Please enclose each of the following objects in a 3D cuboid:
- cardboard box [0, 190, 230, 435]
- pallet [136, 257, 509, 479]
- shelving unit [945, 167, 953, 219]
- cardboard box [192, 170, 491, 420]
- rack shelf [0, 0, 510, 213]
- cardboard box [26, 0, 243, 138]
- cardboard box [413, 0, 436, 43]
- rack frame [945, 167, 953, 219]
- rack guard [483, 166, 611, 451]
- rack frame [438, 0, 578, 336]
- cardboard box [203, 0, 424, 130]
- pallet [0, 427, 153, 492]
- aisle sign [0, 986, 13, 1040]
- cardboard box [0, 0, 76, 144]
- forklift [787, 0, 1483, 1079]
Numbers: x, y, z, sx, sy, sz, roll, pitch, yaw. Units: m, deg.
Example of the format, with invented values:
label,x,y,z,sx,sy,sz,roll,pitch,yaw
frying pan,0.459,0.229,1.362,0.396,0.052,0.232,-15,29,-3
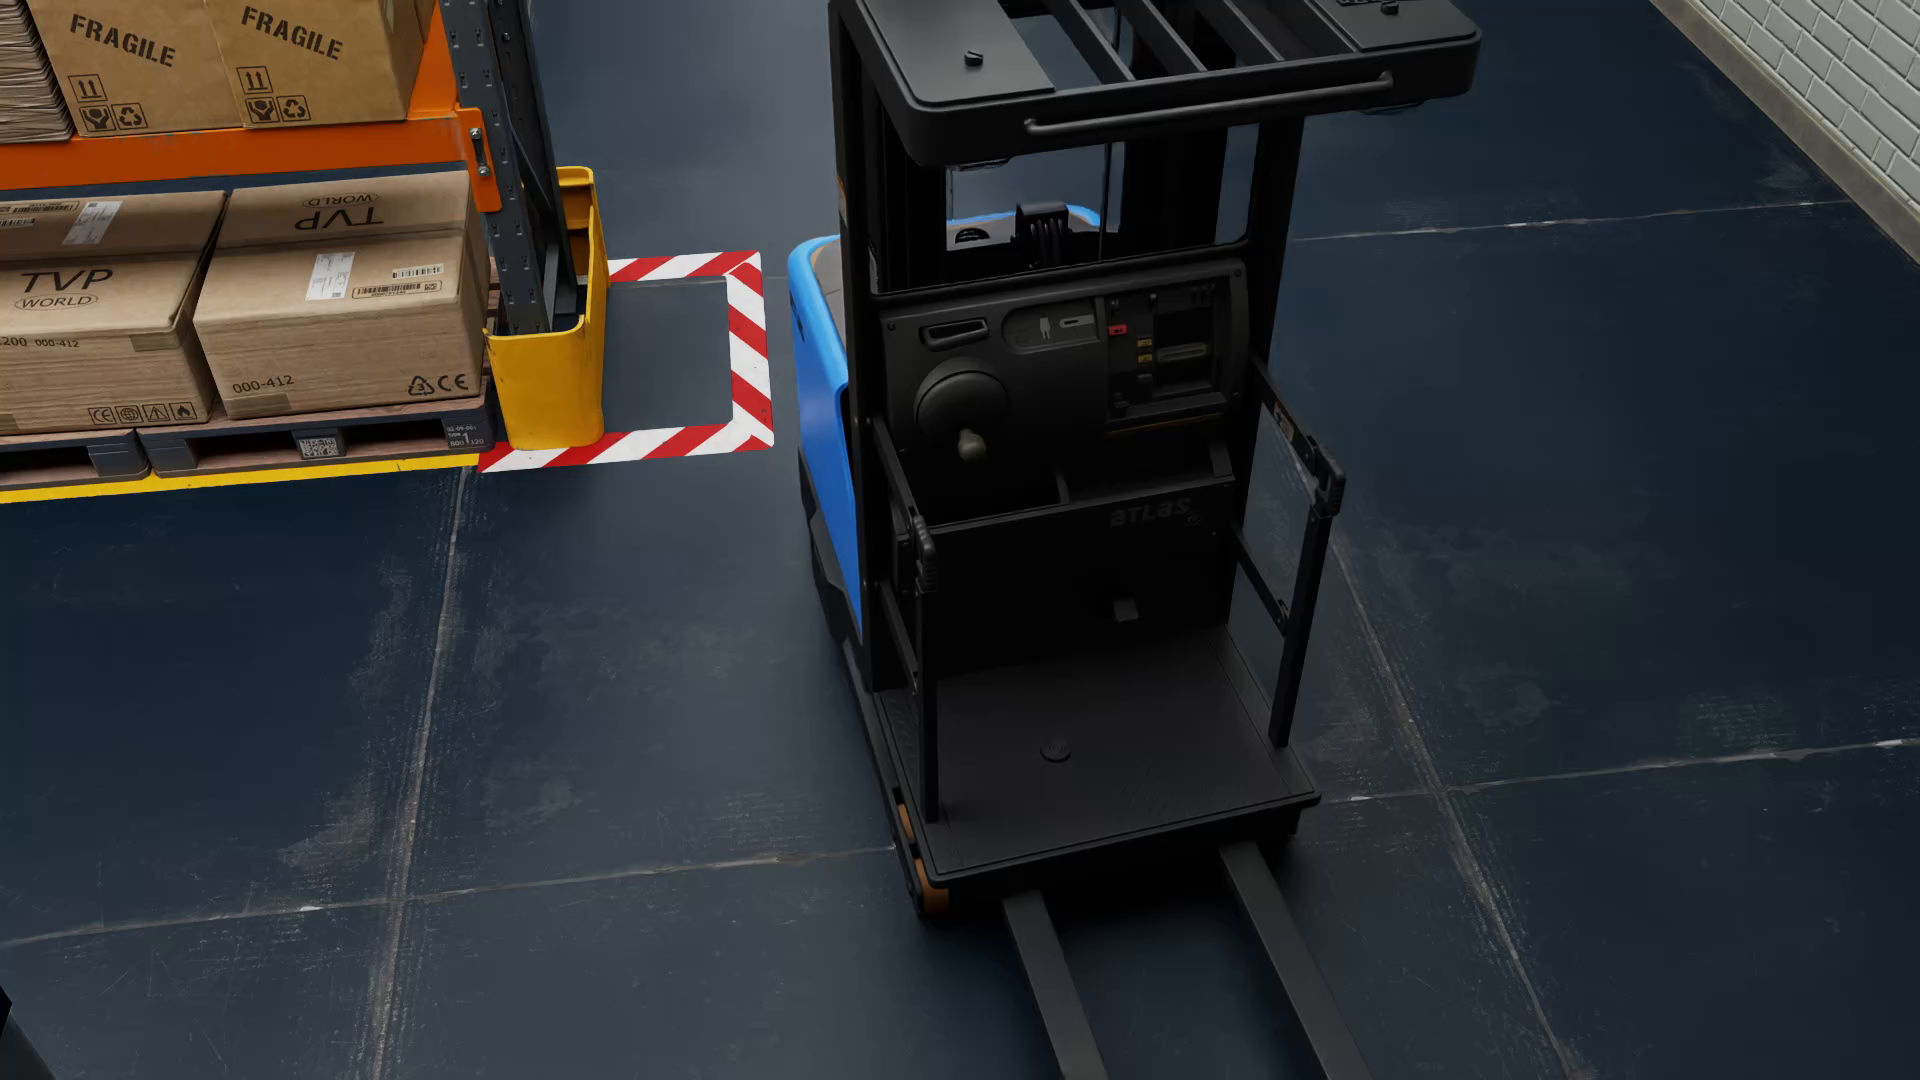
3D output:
label,x,y,z,sx,sy,sz,roll,pitch,yaw
cardboard box,-3.132,-0.831,6.014,0.875,0.438,0.875,-4,42,-4
pallet,-2.367,-0.679,6.327,1.213,0.211,1.003,-5,42,-6
shelving unit,-0.146,-0.779,5.699,0.189,1.200,0.258,-10,43,-11
cardboard box,-2.226,-0.917,6.108,0.875,0.438,0.875,-6,42,-7
rack shelf,-3.567,-1.395,5.576,4.000,0.370,1.077,-5,42,-6
cardboard box,-2.528,-1.622,5.216,0.500,0.500,0.500,-6,42,-6
cardboard box,-2.098,-2.022,5.659,0.500,0.500,0.500,-5,42,-6
rack frame,-0.058,-0.795,5.717,0.006,1.200,0.240,-10,43,-11
rack guard,-1.561,-0.910,6.367,0.348,0.500,1.175,-5,42,-6
rack frame,-1.584,-1.836,5.528,0.127,3.000,1.000,-5,42,-6
cardboard box,-2.028,-1.655,5.253,0.500,0.500,0.500,-5,42,-5
pallet,-3.574,-0.575,6.212,1.213,0.211,1.003,-5,42,-6
aisle sign,-0.908,0.294,1.225,0.004,0.787,0.394,-5,42,-6
cardboard box,-3.037,-1.570,5.159,0.500,0.500,0.500,-4,42,-4
forklift,0.327,-0.353,3.935,1.130,2.935,3.031,-10,43,-11
